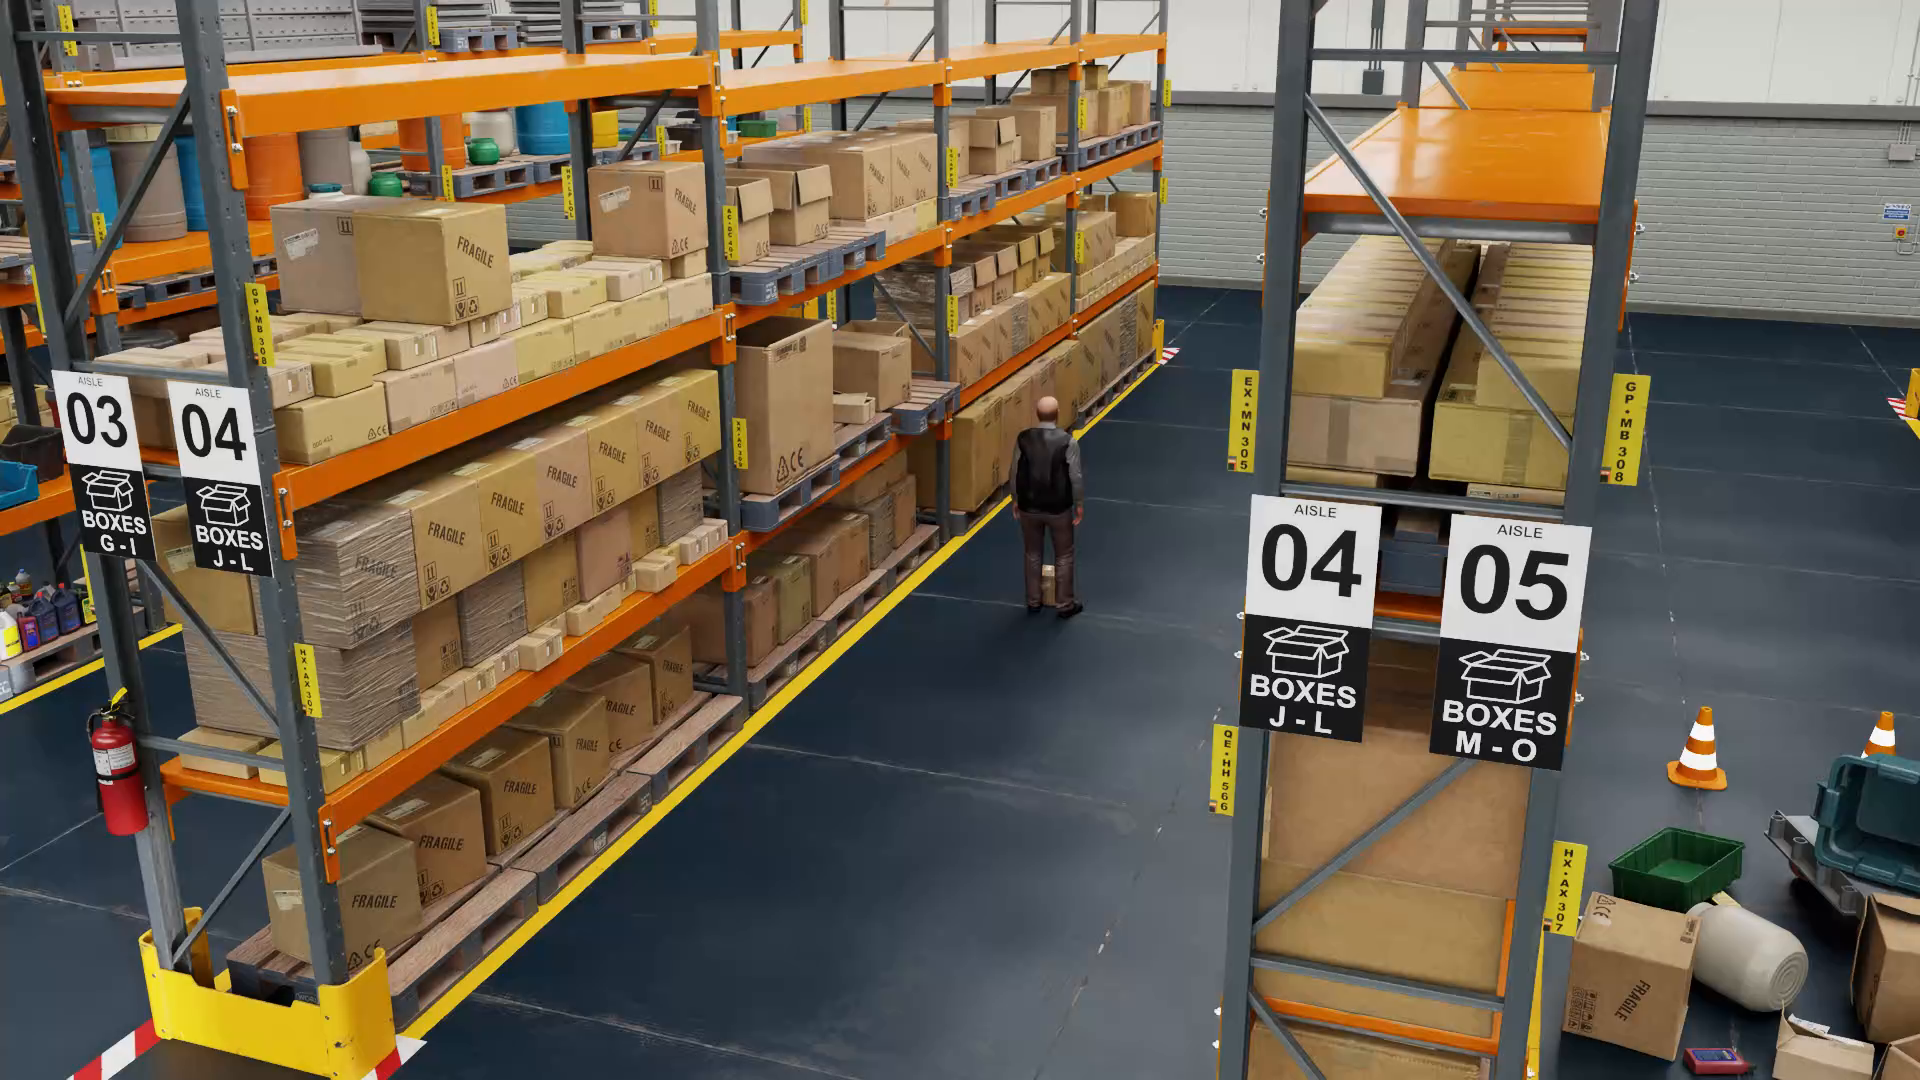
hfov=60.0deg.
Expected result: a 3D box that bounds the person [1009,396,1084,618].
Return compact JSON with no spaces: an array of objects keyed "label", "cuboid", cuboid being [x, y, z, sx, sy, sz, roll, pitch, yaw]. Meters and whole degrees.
[{"label":"person","cuboid":[0.670,-0.254,12.857,0.583,1.721,0.461,6,19,18]}]
